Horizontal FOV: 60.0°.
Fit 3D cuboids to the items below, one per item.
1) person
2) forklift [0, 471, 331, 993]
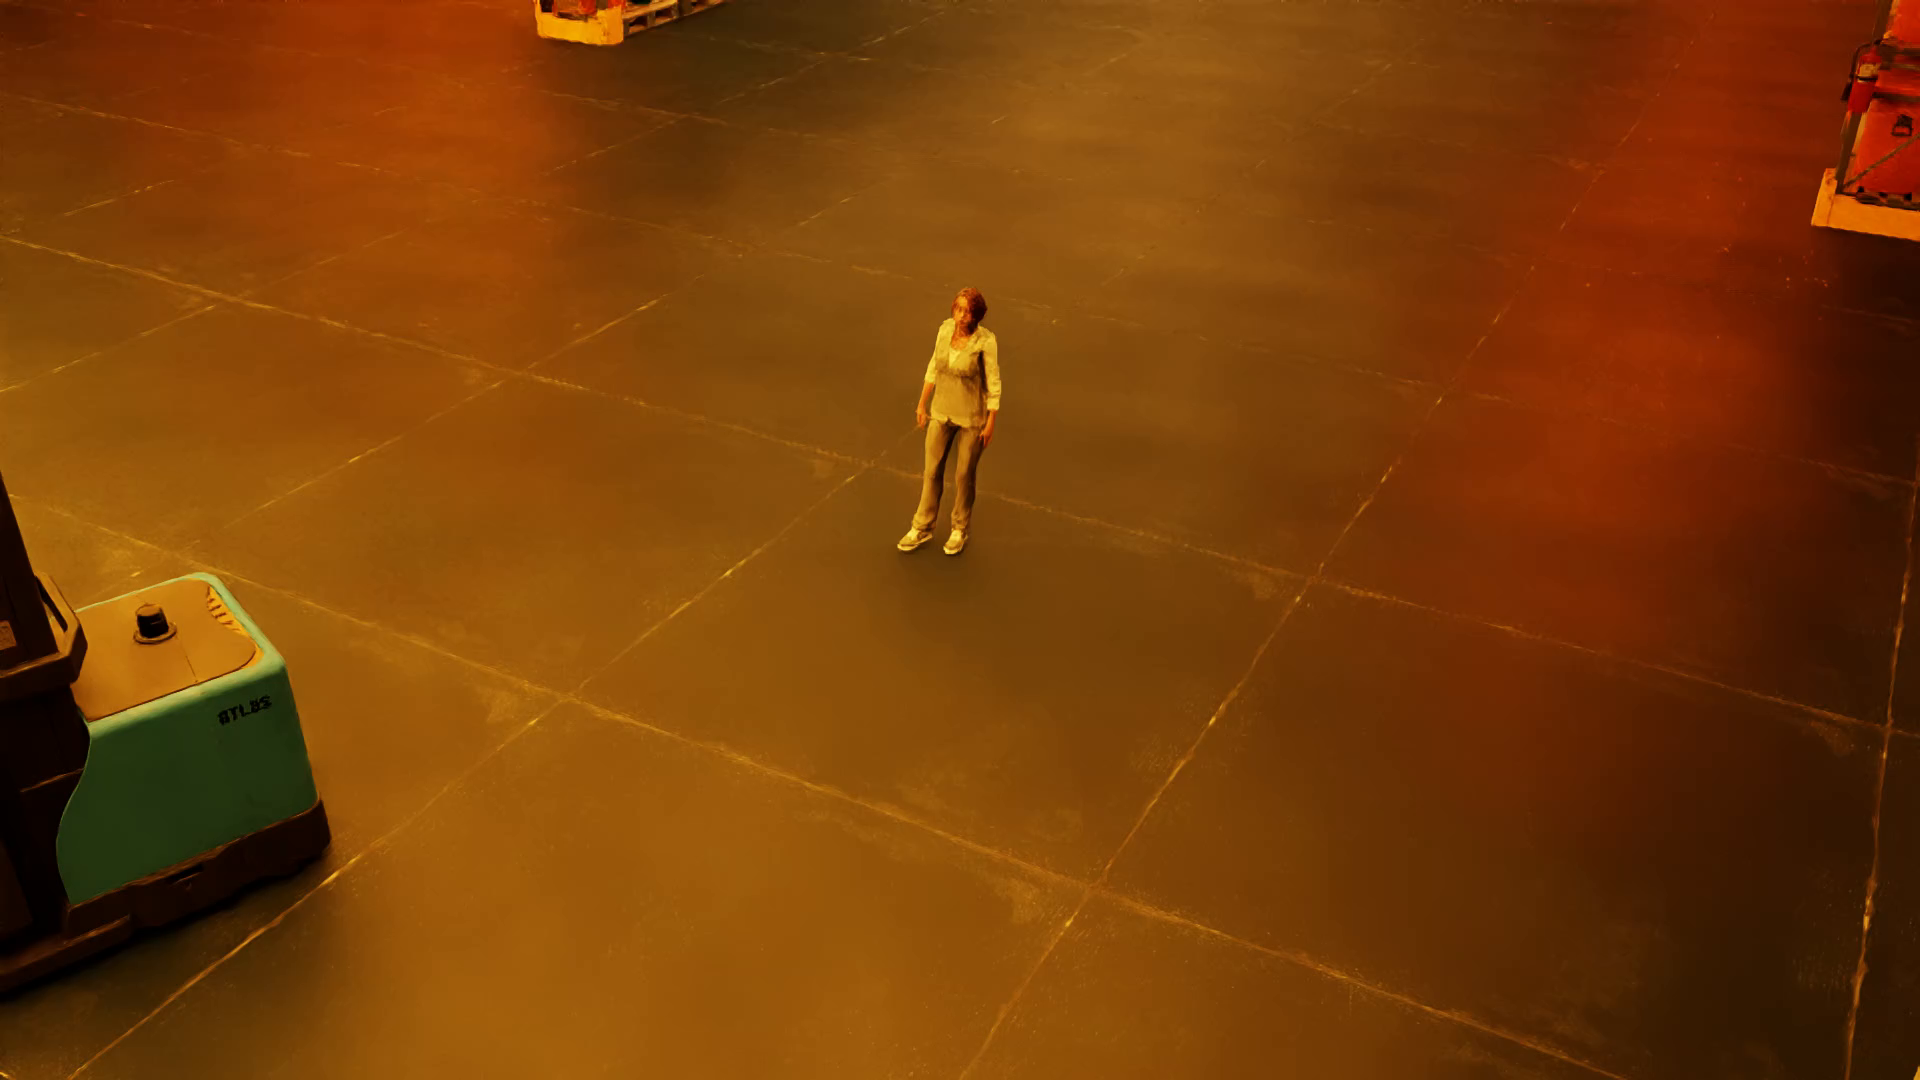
[{"bbox_3d":[-0.048,-0.669,9.550,0.521,1.597,0.474,15,33,25],"label":"person"},{"bbox_3d":[-4.304,0.437,6.313,3.031,2.935,1.130,-22,37,-33],"label":"forklift"}]
